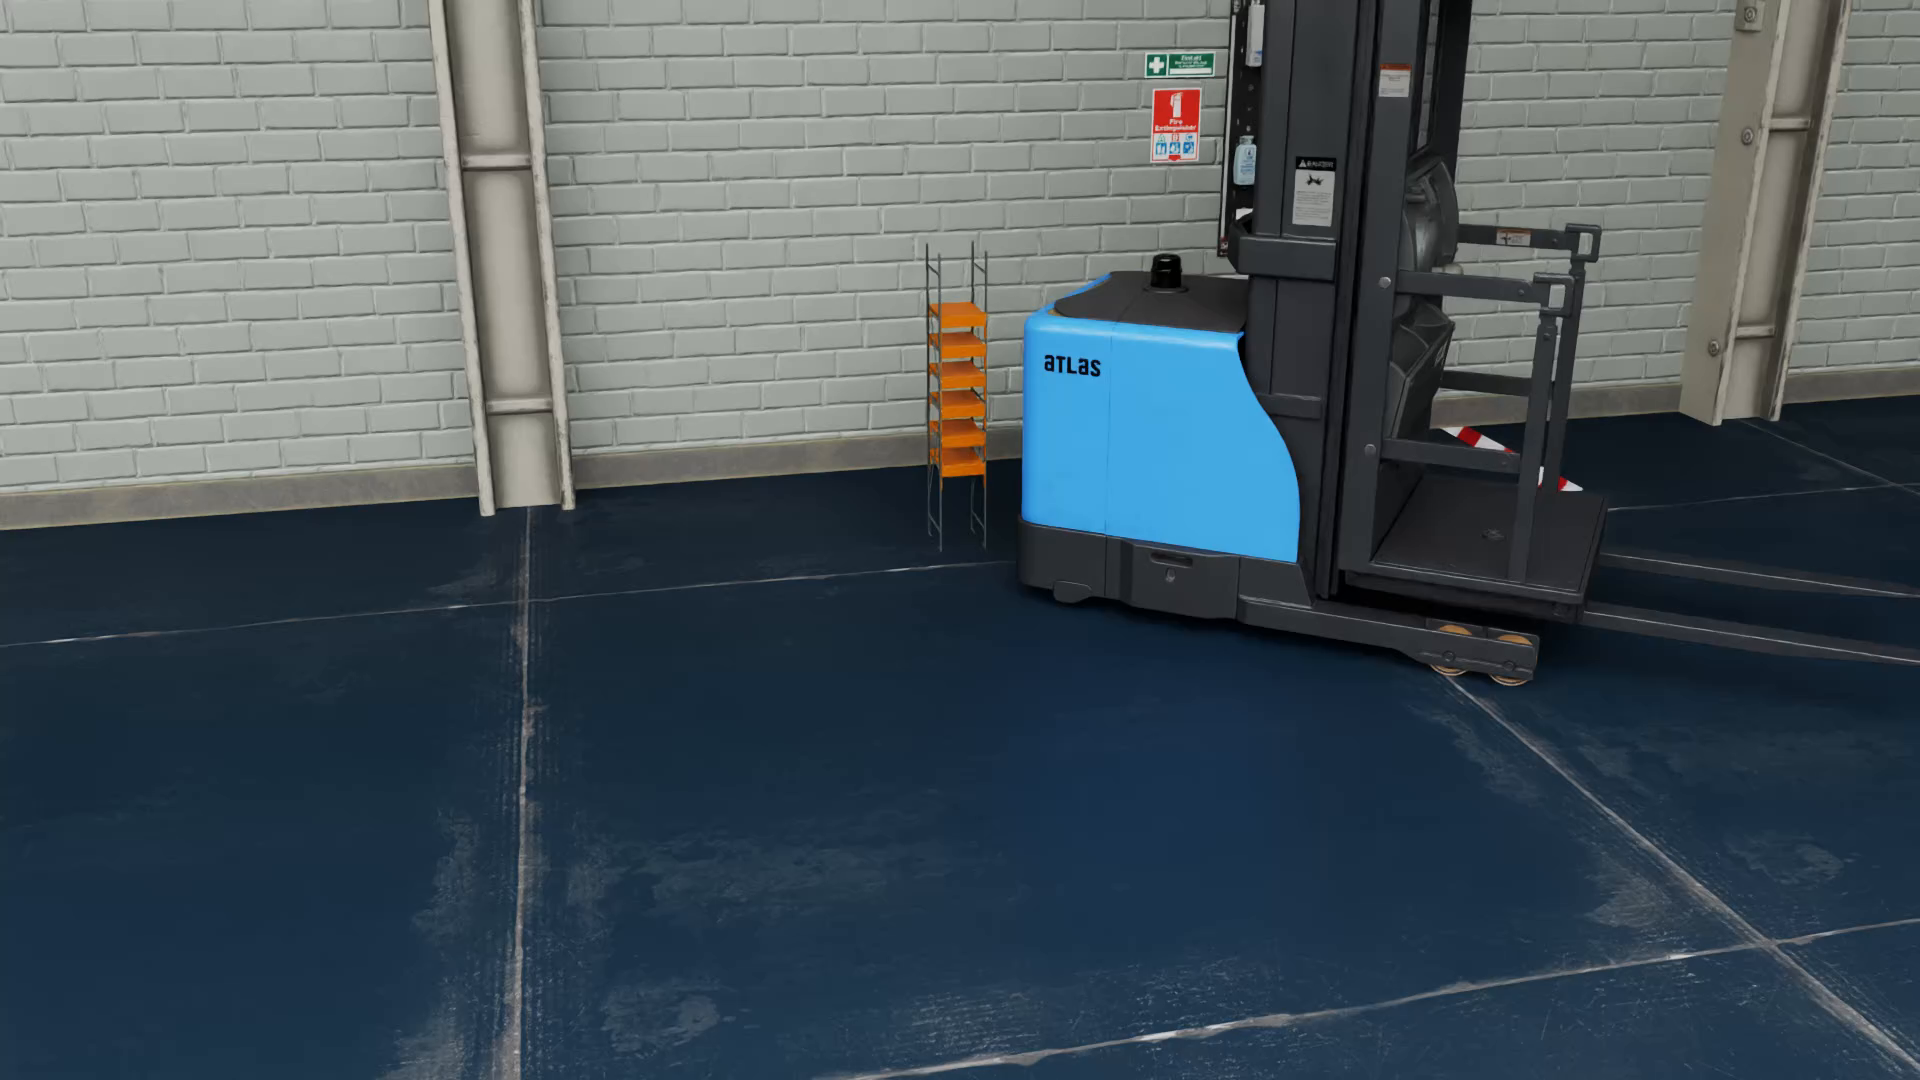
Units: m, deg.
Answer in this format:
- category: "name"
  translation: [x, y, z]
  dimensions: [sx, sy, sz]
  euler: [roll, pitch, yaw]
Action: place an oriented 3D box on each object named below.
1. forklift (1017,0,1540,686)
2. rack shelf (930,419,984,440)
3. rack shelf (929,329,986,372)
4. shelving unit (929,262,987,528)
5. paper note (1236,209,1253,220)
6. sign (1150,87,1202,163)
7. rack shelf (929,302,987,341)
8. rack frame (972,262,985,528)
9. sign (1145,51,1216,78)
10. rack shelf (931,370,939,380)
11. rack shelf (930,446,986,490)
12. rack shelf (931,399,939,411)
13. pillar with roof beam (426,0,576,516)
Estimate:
- category: "forklift"
  translation: [1.774, -1.101, 5.560]
  dimensions: [3.031, 2.935, 1.130]
  euler: [9, 22, 23]
- category: "rack shelf"
  translation: [-0.014, -0.433, 6.652]
  dimensions: [0.171, 0.034, 0.221]
  euler: [-5, 21, -12]
- category: "rack shelf"
  translation: [-0.014, -0.746, 6.538]
  dimensions: [0.180, 0.103, 0.258]
  euler: [-5, 21, -12]
- category: "shelving unit"
  translation: [-0.013, -0.562, 6.605]
  dimensions: [0.183, 1.046, 0.258]
  euler: [-5, 21, -12]
- category: "paper note"
  translation: [1.351, -1.465, 7.735]
  dimensions: [0.142, 0.148, 0.016]
  euler: [-5, 21, -12]
- category: "sign"
  translation: [10.192, -0.621, 4.008]
  dimensions: [16.451, 0.391, 11.513]
  euler: [-5, 21, -12]
- category: "rack shelf"
  translation: [-0.014, -0.859, 6.497]
  dimensions: [0.180, 0.103, 0.258]
  euler: [-5, 21, -12]
- category: "rack frame"
  translation: [0.075, -0.569, 6.624]
  dimensions: [0.002, 1.046, 0.228]
  euler: [-5, 21, -12]
- category: "sign"
  translation: [0.984, -2.124, 7.429]
  dimensions: [0.331, 0.109, 0.001]
  euler: [-5, 21, -12]
- category: "rack shelf"
  translation: [-0.014, -0.652, 6.572]
  dimensions: [0.166, 0.020, 0.199]
  euler: [-5, 21, -12]
- category: "rack shelf"
  translation: [-0.014, -0.295, 6.703]
  dimensions: [0.180, 0.103, 0.258]
  euler: [-5, 21, -12]
- category: "rack shelf"
  translation: [-0.014, -0.539, 6.614]
  dimensions: [0.166, 0.020, 0.199]
  euler: [-5, 21, -12]
- category: "pillar with roof beam"
  translation: [-0.896, -2.954, 1.795]
  dimensions: [0.400, 9.000, 9.100]
  euler: [-5, 21, -12]
